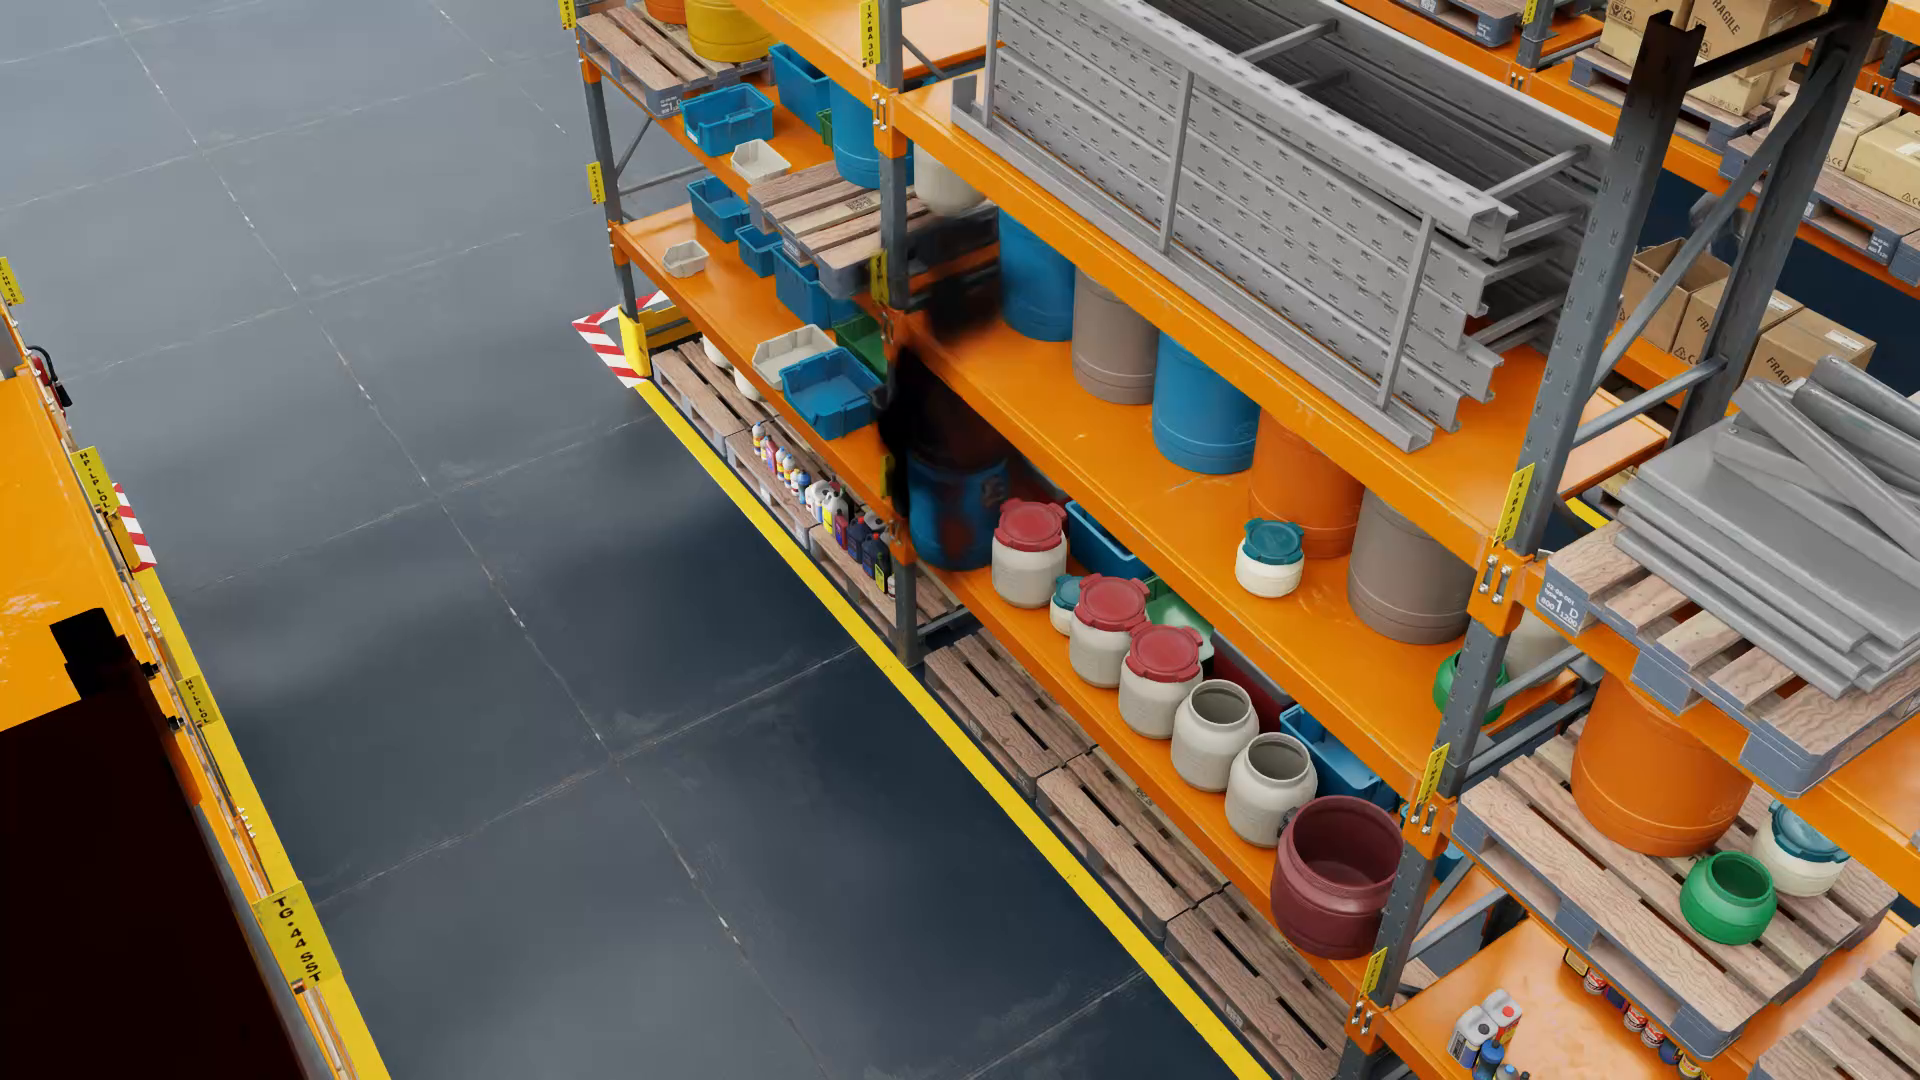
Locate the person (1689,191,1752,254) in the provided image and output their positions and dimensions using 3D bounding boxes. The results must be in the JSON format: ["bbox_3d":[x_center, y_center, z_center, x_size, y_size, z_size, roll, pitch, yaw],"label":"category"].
[{"bbox_3d":[6.380,-2.878,13.654,0.551,1.712,0.790,-31,51,-29],"label":"person"}]
